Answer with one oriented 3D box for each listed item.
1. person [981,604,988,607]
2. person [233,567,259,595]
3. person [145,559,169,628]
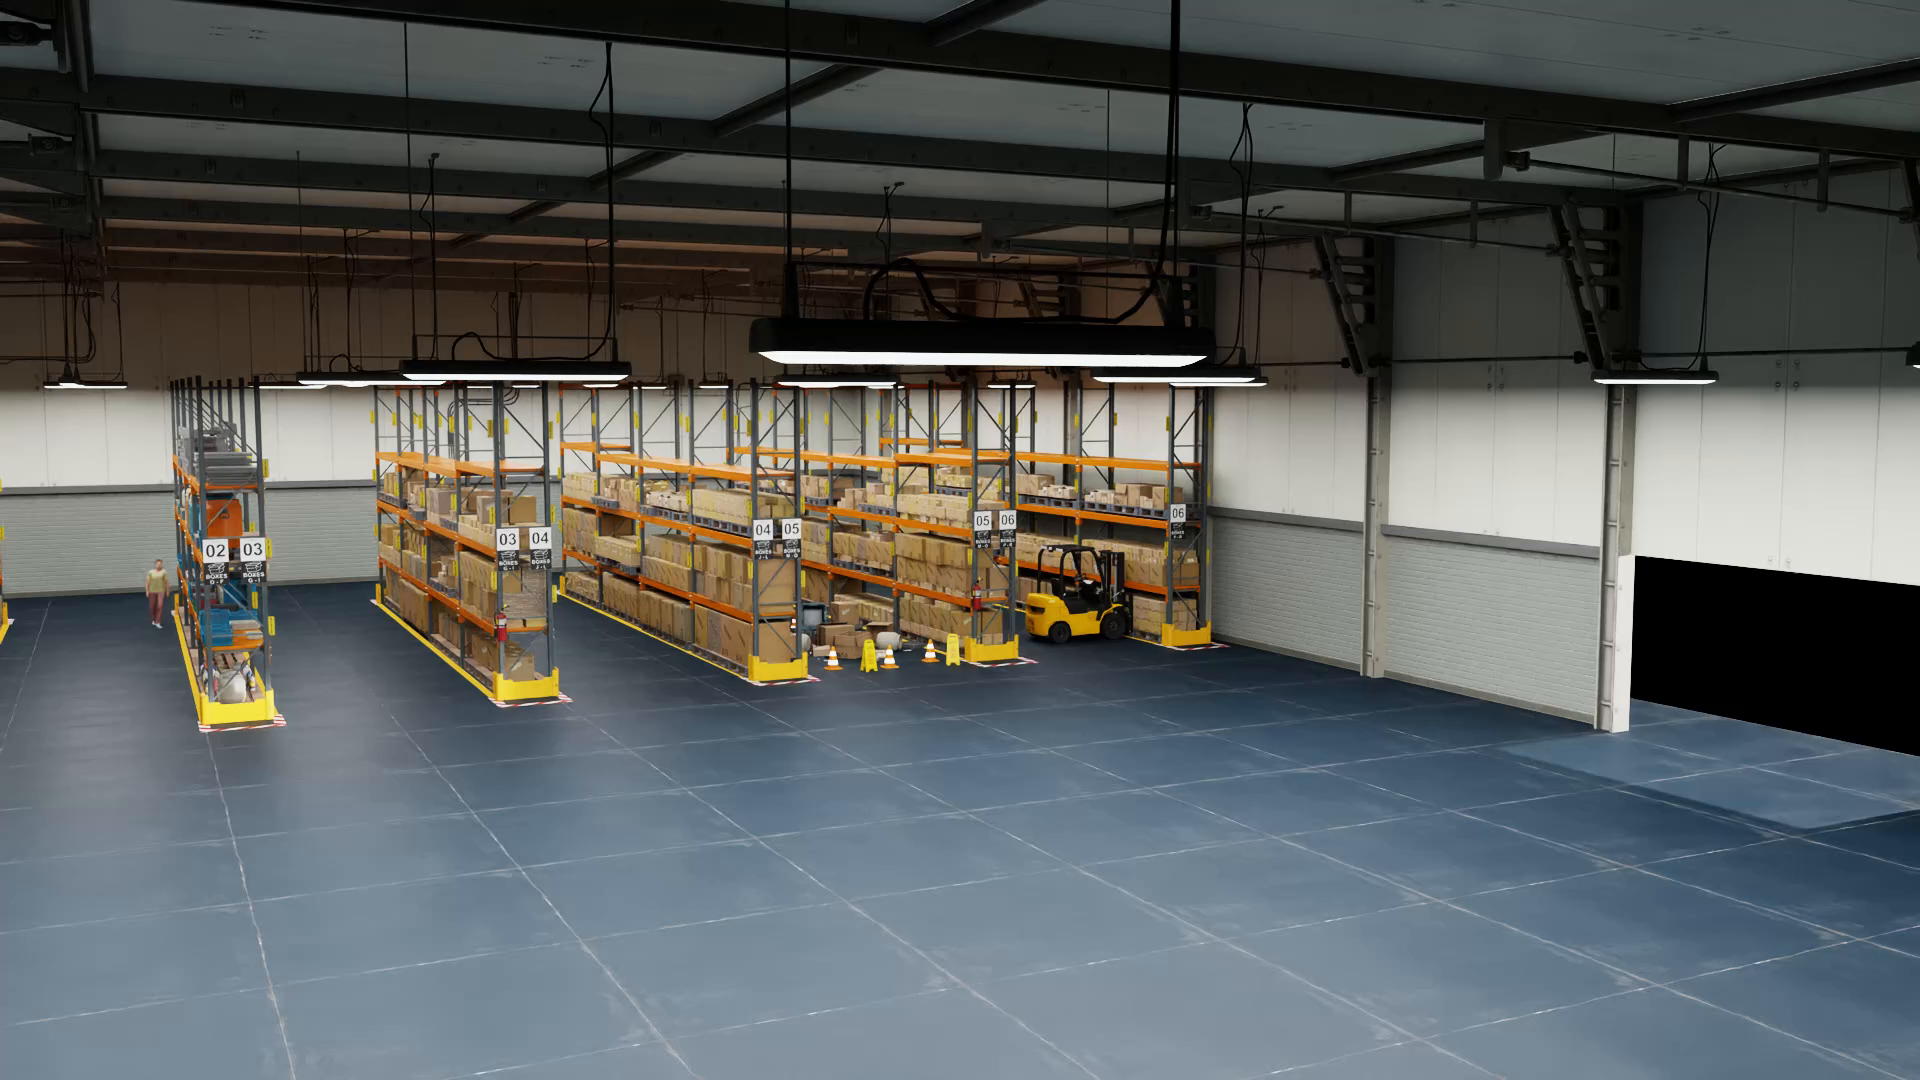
[{"bbox_3d":[0.510,1.341,39.695,0.615,1.807,0.602,-3,6,-30],"label":"person"},{"bbox_3d":[-19.937,0.773,46.019,0.522,1.708,1.127,4,6,36],"label":"person"},{"bbox_3d":[-19.618,1.299,40.657,0.520,1.670,0.754,-2,6,-26],"label":"person"}]
